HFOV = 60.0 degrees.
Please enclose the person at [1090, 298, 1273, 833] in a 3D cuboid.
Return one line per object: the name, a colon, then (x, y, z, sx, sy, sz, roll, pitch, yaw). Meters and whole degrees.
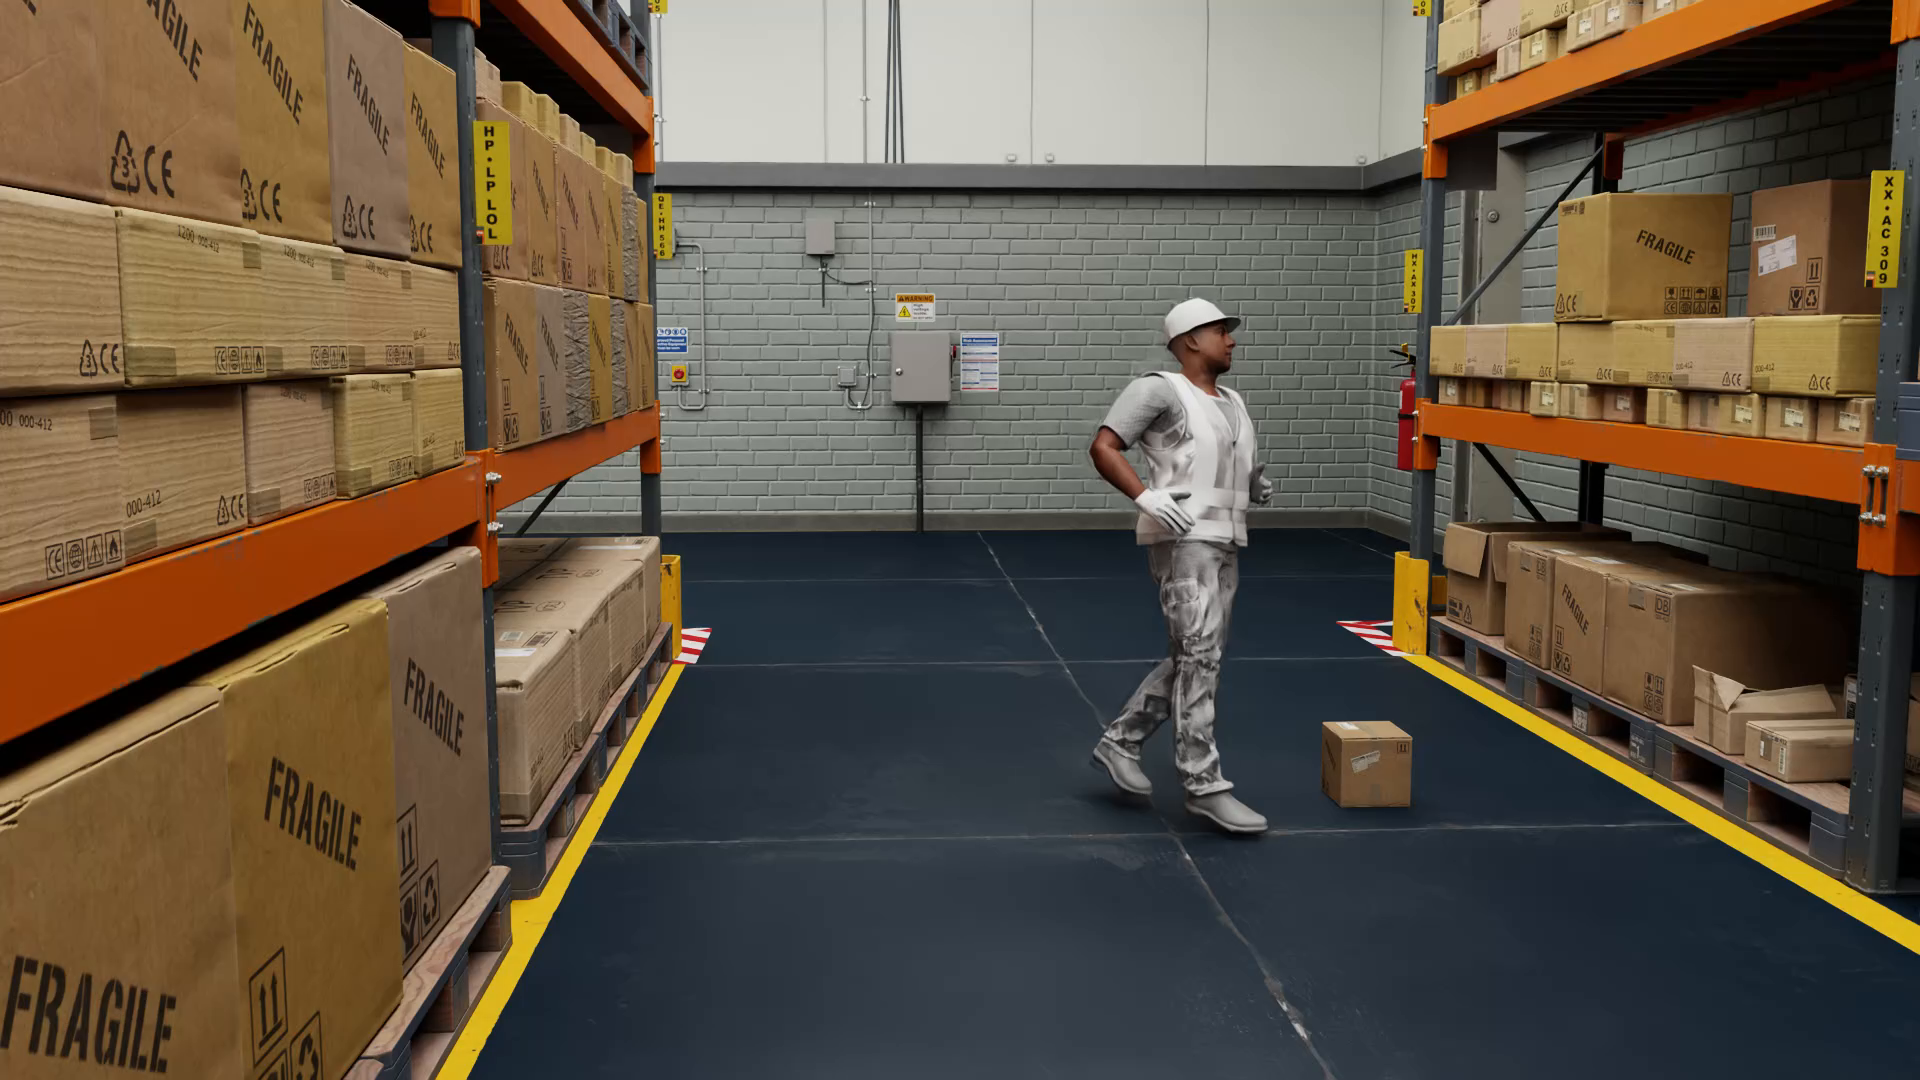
person: (0.875, 0.043, 5.794, 0.773, 1.735, 0.698, 5, 9, 38)
